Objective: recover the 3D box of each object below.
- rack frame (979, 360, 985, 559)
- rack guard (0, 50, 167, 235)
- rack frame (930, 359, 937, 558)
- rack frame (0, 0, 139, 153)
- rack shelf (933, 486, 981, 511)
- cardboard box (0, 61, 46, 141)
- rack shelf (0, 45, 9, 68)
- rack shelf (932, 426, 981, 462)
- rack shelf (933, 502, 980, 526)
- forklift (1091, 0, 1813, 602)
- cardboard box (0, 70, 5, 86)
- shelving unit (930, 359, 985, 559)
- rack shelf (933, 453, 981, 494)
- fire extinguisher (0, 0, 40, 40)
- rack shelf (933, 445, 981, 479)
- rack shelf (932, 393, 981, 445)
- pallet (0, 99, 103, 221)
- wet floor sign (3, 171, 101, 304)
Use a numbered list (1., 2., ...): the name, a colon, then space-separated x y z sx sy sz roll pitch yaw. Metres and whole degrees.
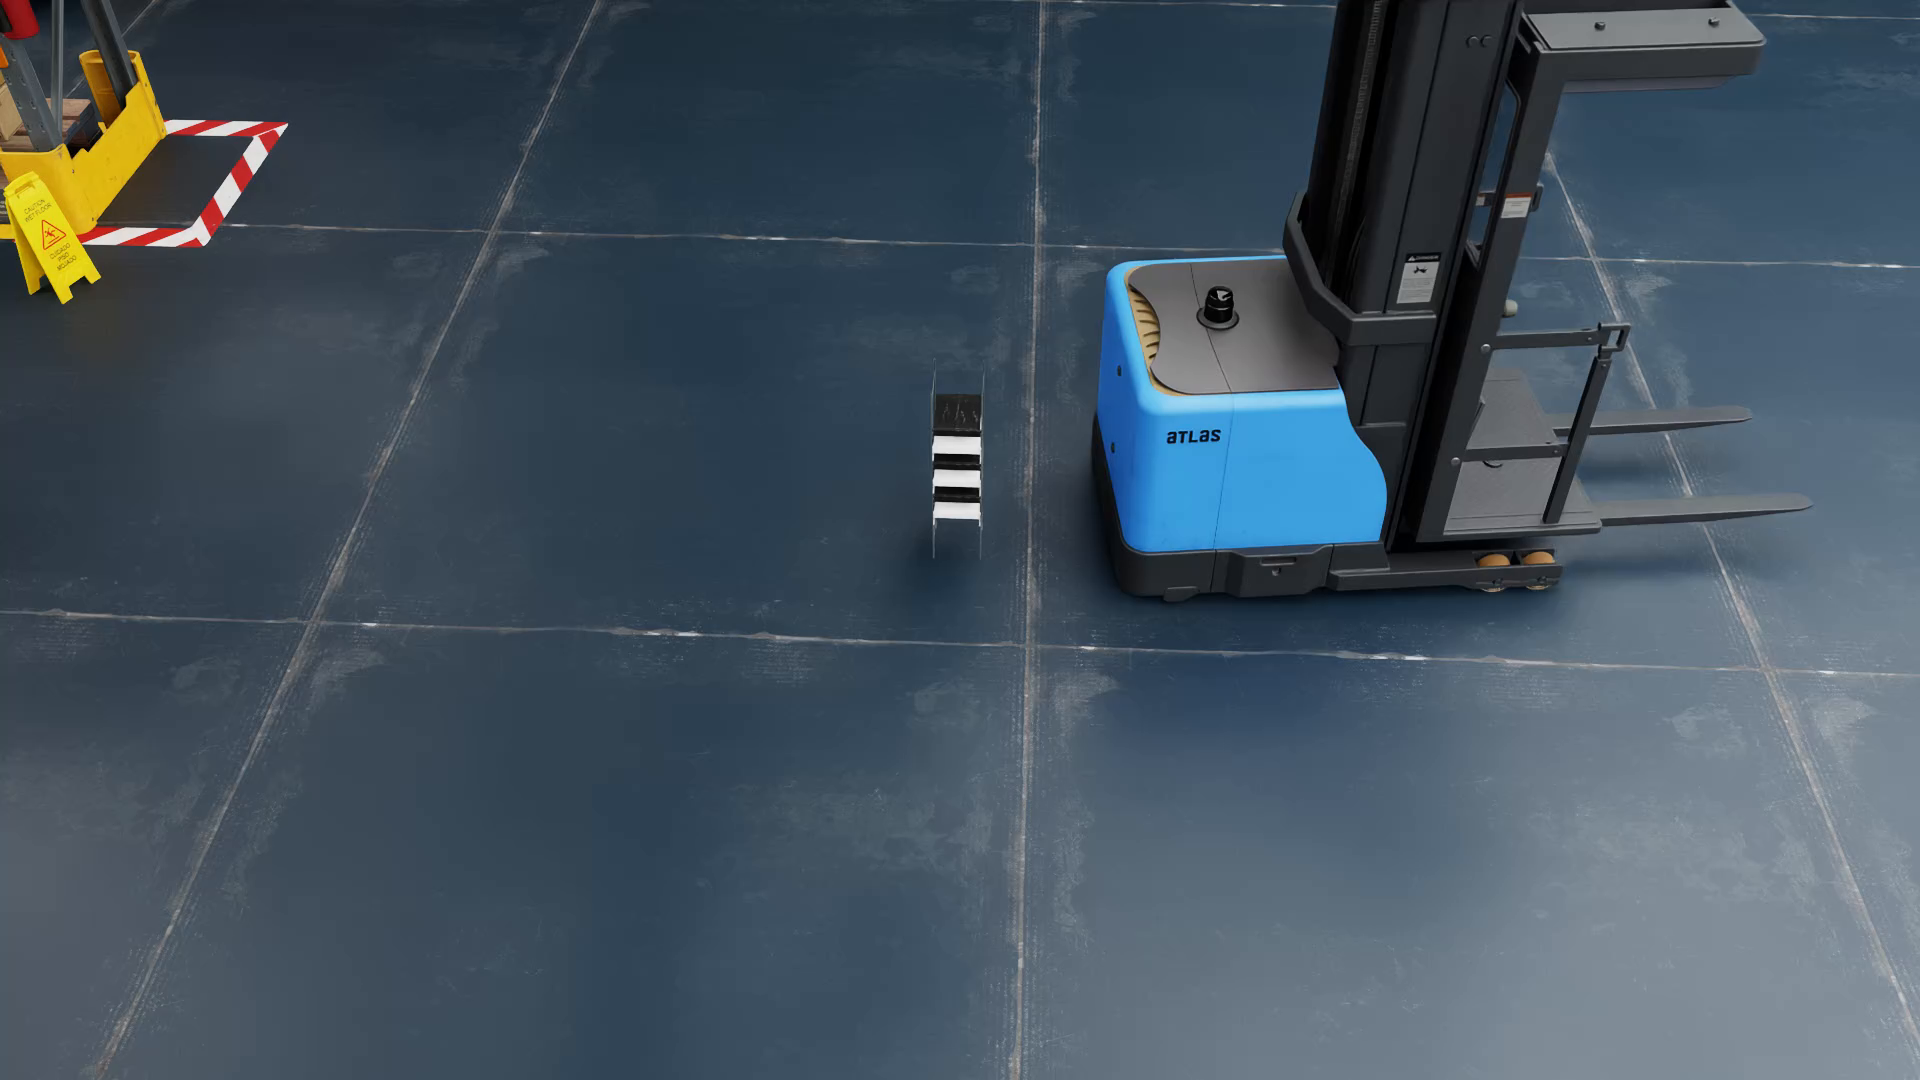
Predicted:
1. rack frame: 0.093 -0.326 7.026 0.006 0.900 0.240 2 43 2
2. rack guard: -4.937 -2.260 9.394 0.348 0.500 1.175 2 43 2
3. rack frame: -0.110 -0.333 7.032 0.006 0.900 0.240 2 43 2
4. rack frame: -4.861 -3.172 8.540 0.127 3.000 1.000 2 43 2
5. rack shelf: -0.008 -0.239 7.113 0.200 0.077 0.258 2 43 2
6. cardboard box: -5.655 -2.533 9.563 0.500 0.250 0.500 1 43 2
7. rack shelf: -6.859 -2.970 8.851 4.000 0.370 1.077 2 43 2
8. rack shelf: -0.008 -0.437 6.929 0.200 0.077 0.258 2 43 2
9. rack shelf: -0.008 -0.173 7.174 0.200 0.077 0.258 2 43 2
10. forklift: 2.146 -1.210 6.484 3.031 2.935 1.130 -3 43 -3
11. cardboard box: -5.679 -2.807 9.307 0.500 0.500 0.500 0 43 0
12. shelving unit: -0.008 -0.330 7.029 0.210 0.900 0.258 2 43 2
13. rack shelf: -0.008 -0.305 7.052 0.200 0.077 0.258 2 43 2
14. fire extinguisher: -4.768 -2.826 8.225 0.183 0.674 0.296 2 43 2
15. rack shelf: -0.008 -0.371 6.990 0.200 0.077 0.258 2 43 2
16. rack shelf: -0.008 -0.503 6.868 0.200 0.077 0.258 2 43 2
17. pallet: -5.747 -2.203 9.545 1.213 0.211 1.003 2 43 2
18. wet floor sign: -4.720 -1.576 8.554 0.232 0.644 0.267 16 45 16
